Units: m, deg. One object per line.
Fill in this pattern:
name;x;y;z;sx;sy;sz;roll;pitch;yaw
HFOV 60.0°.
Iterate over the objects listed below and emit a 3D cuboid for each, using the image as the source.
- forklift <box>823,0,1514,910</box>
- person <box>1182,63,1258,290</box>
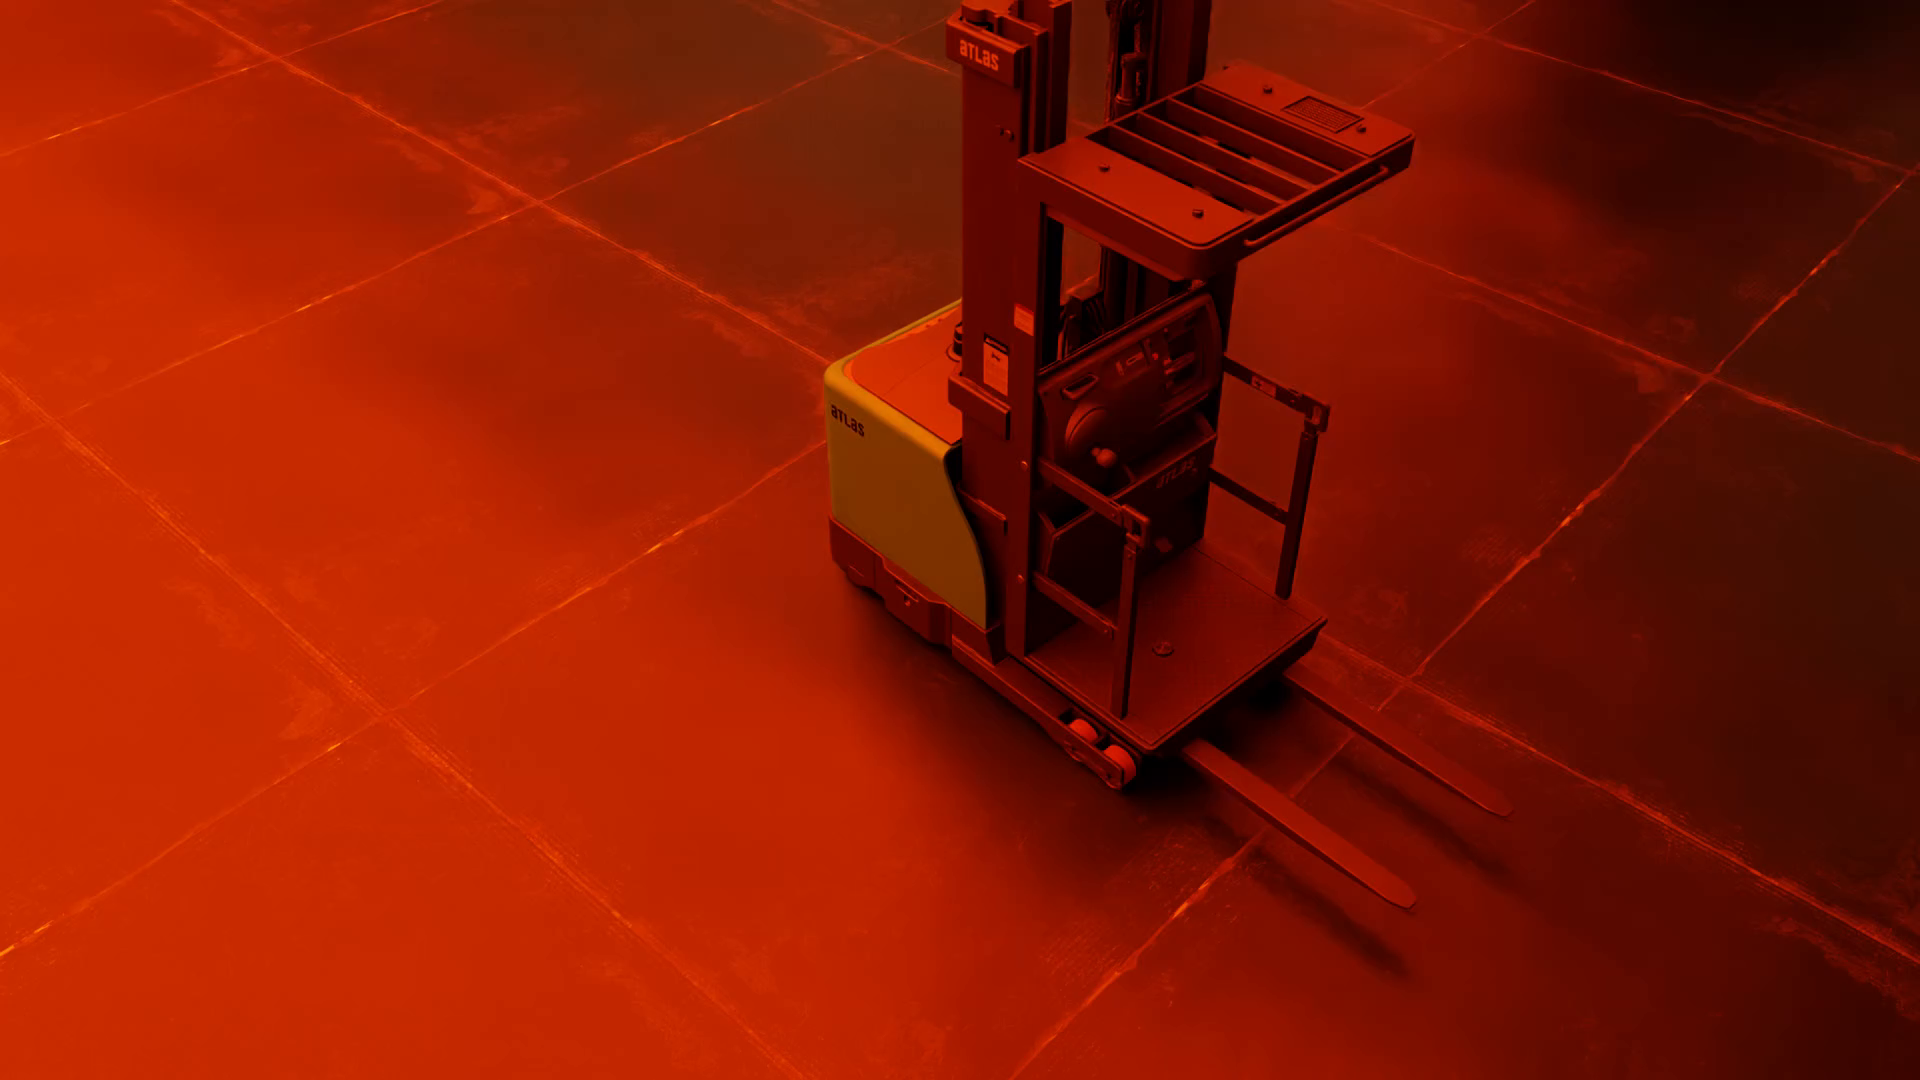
forklift;0.787;-0.519;6.033;1.130;2.935;3.031;-31;49;-31
person;1.147;-1.758;8.542;0.739;1.548;0.760;8;41;9
